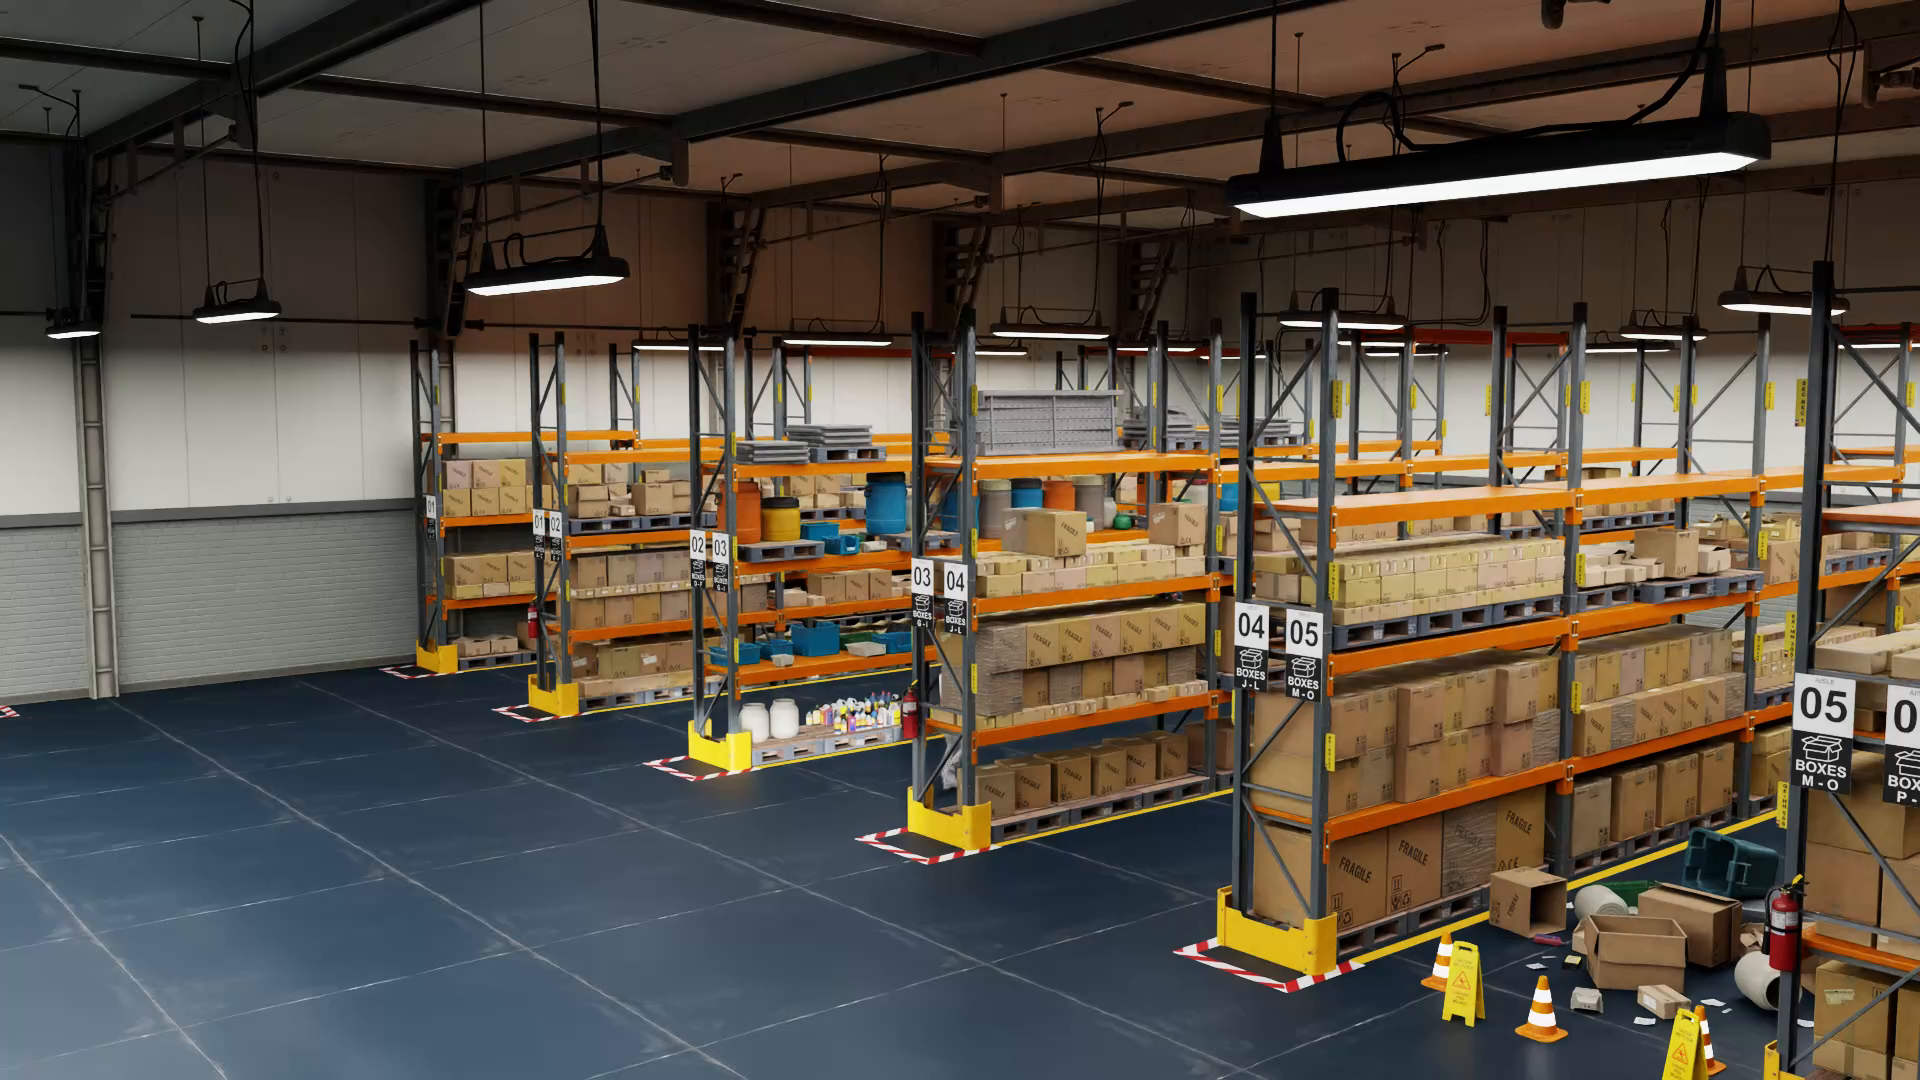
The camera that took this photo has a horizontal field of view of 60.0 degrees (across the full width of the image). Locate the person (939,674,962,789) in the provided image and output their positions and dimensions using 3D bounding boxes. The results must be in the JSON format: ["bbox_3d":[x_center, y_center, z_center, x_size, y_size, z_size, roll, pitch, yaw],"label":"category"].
[{"bbox_3d":[-0.087,2.302,21.318,0.483,1.775,0.597,-3,6,-30],"label":"person"}]
